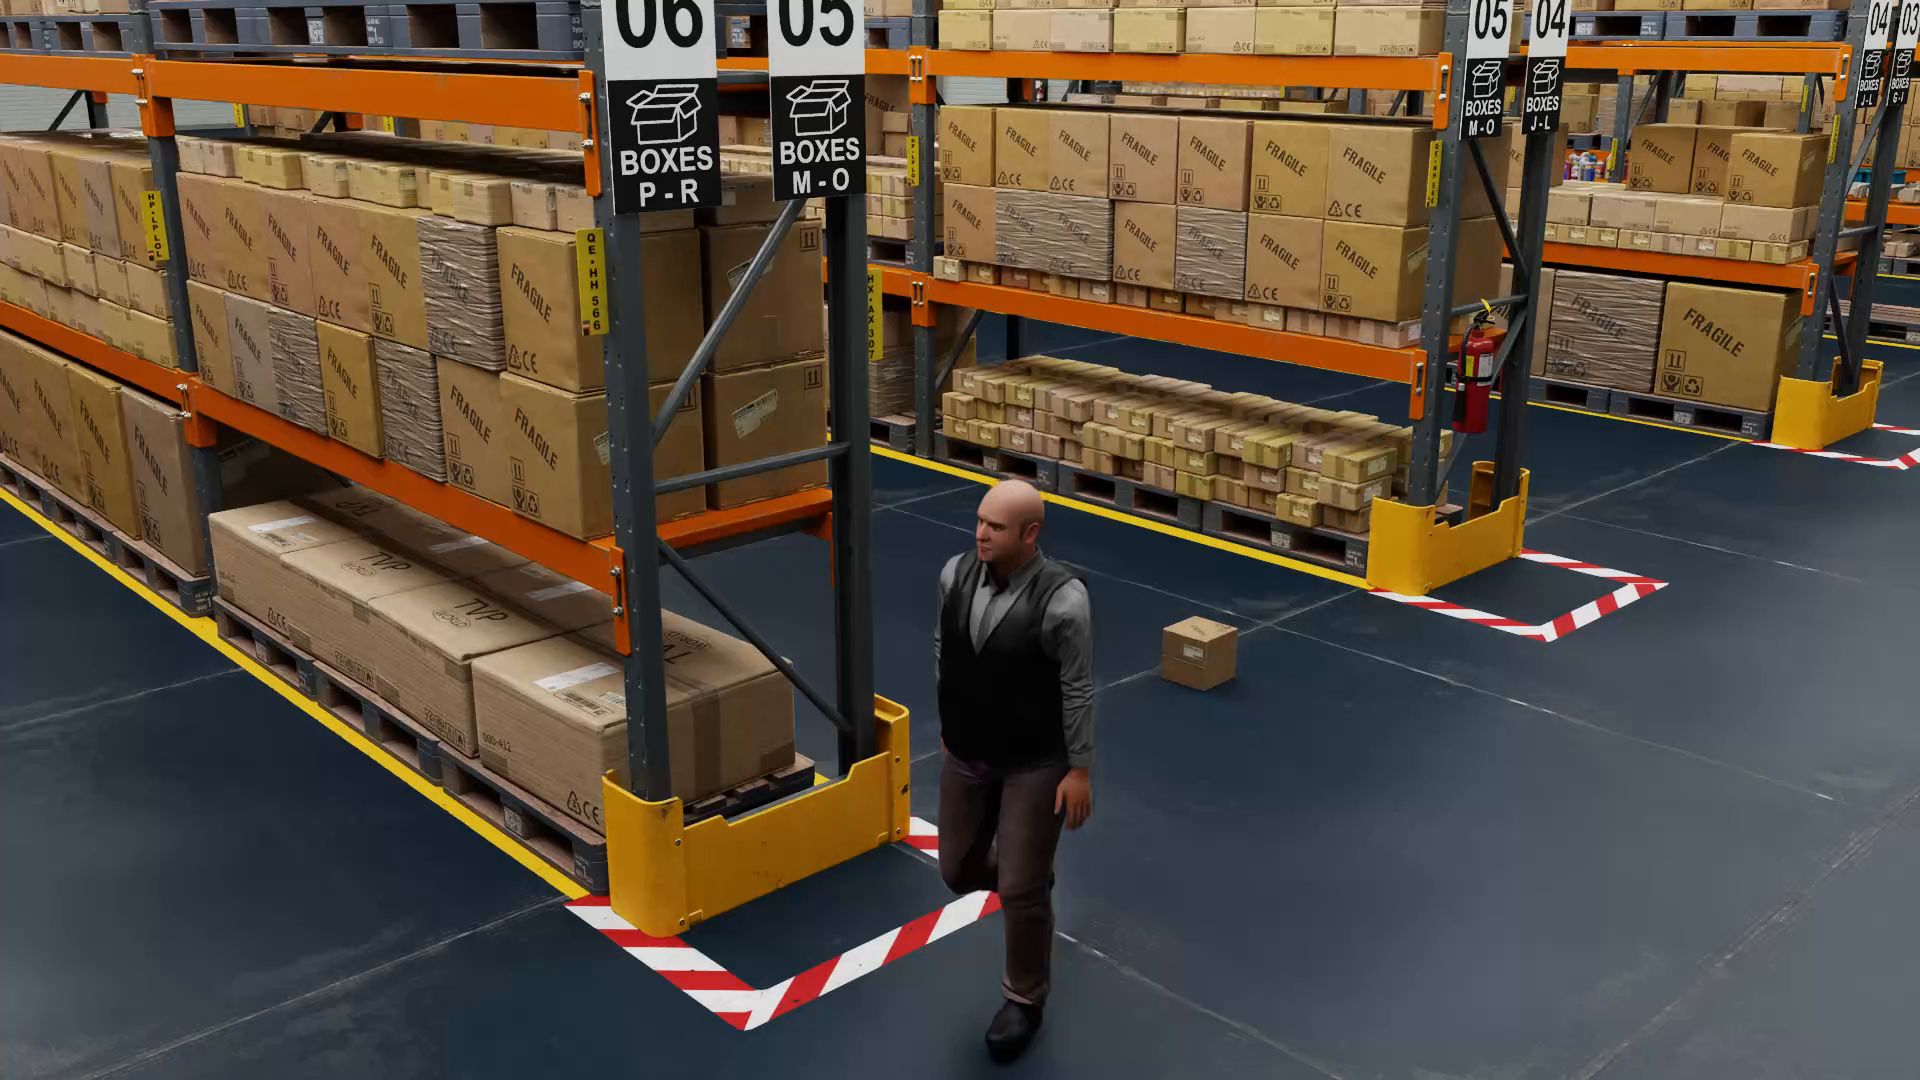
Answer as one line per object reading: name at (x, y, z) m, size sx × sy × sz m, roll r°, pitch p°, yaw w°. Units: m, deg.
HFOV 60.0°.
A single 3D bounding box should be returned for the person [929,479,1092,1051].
person at (0.166, 0.628, 5.014) m, size 0.584 × 1.716 × 0.627 m, roll 12°, pitch 21°, yaw 33°
